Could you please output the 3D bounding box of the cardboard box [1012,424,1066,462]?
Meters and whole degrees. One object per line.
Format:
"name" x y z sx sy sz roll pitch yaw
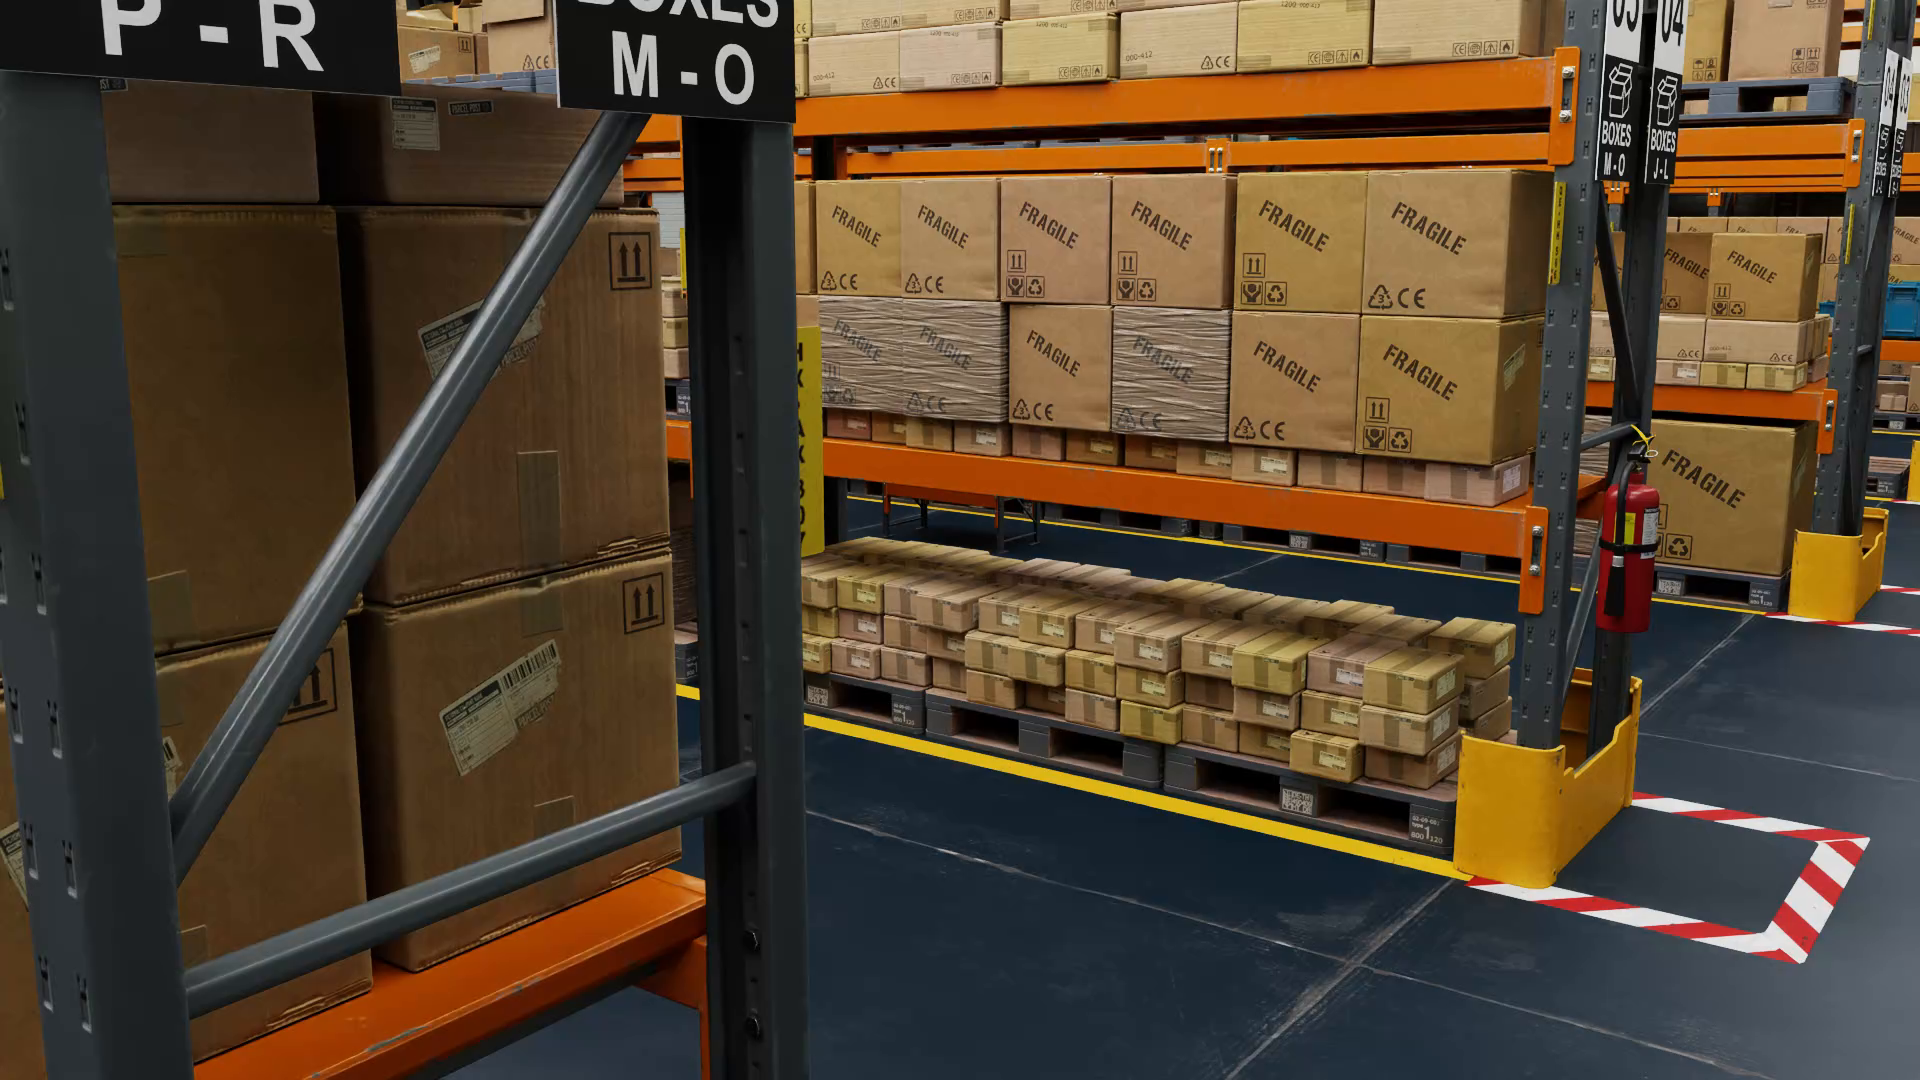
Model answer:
"cardboard box" 0.431 -0.437 7.054 0.250 0.149 0.380 9 14 38

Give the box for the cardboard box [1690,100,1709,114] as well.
"cardboard box" 8.681 -4.956 18.958 0.500 0.500 0.700 8 13 36

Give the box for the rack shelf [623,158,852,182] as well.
"rack shelf" -2.756 -3.348 15.436 4.000 0.370 1.077 8 13 36

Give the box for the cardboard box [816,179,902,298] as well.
"cardboard box" -0.291 -1.348 7.422 0.500 0.500 0.500 7 13 34

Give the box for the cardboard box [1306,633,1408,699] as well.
"cardboard box" 1.542 0.487 6.448 0.250 0.149 0.380 8 14 37

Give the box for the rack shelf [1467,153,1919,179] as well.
"rack shelf" 6.624 -3.207 14.706 4.000 0.370 1.077 8 13 36

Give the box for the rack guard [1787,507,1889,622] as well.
"rack guard" 5.324 0.126 10.064 0.348 0.500 1.175 8 13 36

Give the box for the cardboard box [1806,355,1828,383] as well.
"cardboard box" 5.214 -1.071 10.332 0.250 0.149 0.380 8 14 36

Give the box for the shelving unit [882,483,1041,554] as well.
"shelving unit" 0.005 -0.552 11.919 1.048 1.125 0.538 8 13 36

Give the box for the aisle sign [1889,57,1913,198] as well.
"aisle sign" 5.540 -2.419 9.790 0.004 0.787 0.394 8 13 36

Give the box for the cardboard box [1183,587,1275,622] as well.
"cardboard box" 1.178 0.326 7.282 0.250 0.149 0.380 9 14 38

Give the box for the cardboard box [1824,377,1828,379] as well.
"cardboard box" 10.095 -1.704 19.019 0.500 0.250 0.500 8 13 36

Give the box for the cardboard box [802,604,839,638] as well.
"cardboard box" -0.577 0.346 7.962 0.250 0.149 0.380 8 14 36

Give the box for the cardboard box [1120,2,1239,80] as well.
"cardboard box" 0.956 -1.880 6.348 0.500 0.250 0.500 9 14 38

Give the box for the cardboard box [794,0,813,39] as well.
"cardboard box" -0.691 -2.360 7.512 0.500 0.250 0.500 9 14 37

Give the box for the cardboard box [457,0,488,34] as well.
"cardboard box" -2.632 -3.006 9.496 0.258 0.266 0.396 8 13 36

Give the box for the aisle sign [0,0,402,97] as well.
"aisle sign" -0.687 -0.808 1.465 0.004 0.787 0.394 8 13 36

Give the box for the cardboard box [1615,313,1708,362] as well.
"cardboard box" 4.348 -1.248 10.194 0.500 0.250 0.500 8 13 35

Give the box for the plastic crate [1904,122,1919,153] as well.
"plastic crate" 8.091 -3.357 13.932 0.590 0.269 0.497 8 13 36

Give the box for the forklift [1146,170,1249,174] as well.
"forklift" 1.709 -2.070 15.014 1.130 2.935 3.031 -8 14 -37

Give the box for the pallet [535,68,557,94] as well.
"pallet" -1.372 -2.272 8.475 1.003 0.211 1.213 8 13 36

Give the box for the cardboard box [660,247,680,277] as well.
"cardboard box" -2.916 -2.530 15.831 0.637 0.503 0.797 10 15 41

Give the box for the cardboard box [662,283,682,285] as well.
"cardboard box" -1.593 -1.226 8.461 0.250 0.149 0.380 7 13 34

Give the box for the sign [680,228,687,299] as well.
"sign" -1.263 -1.289 7.748 0.005 0.325 0.100 8 13 36

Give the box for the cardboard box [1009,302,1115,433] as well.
"cardboard box" 0.550 -0.735 6.883 0.500 0.500 0.500 9 14 38

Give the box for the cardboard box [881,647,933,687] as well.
"cardboard box" -0.154 0.548 7.698 0.250 0.149 0.380 8 13 34

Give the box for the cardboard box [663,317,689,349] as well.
"cardboard box" -1.375 -1.049 8.330 0.250 0.149 0.380 8 14 37

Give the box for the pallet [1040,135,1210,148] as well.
"pallet" 1.312 -3.028 12.392 1.217 0.209 0.805 7 13 33

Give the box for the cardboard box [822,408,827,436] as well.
"cardboard box" -0.650 -0.583 7.808 0.250 0.149 0.380 8 14 37

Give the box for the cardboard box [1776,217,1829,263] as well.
"cardboard box" 9.407 -3.340 18.504 0.500 0.500 0.500 8 14 37

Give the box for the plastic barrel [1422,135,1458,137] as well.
"plastic barrel" 4.736 -4.155 16.251 0.433 0.535 0.433 0 11 0

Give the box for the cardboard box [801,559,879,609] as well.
"cardboard box" -0.595 0.206 7.902 0.250 0.149 0.380 9 14 38

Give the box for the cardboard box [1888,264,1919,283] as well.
"cardboard box" 10.229 -2.736 18.012 0.500 0.500 0.500 8 14 36

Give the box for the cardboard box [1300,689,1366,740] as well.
"cardboard box" 1.514 0.638 6.453 0.250 0.149 0.380 8 13 34

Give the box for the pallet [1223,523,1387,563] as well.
"pallet" 2.647 -0.088 11.926 1.213 0.211 1.003 8 13 36

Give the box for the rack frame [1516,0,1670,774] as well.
"rack frame" 2.287 -0.356 5.975 0.127 3.000 1.000 8 13 36

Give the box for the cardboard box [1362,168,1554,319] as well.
"cardboard box" 1.771 -1.056 5.911 0.500 0.500 0.500 8 13 34

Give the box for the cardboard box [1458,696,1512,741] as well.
"cardboard box" 2.054 0.729 6.763 0.250 0.149 0.380 8 14 37

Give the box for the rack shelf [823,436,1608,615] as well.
"rack shelf" 0.675 -0.228 7.205 4.000 0.370 1.077 8 13 36

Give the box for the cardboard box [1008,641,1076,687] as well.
"cardboard box" 0.414 0.503 7.151 0.250 0.149 0.380 8 14 36

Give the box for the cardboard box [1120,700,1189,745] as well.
"cardboard box" 0.861 0.709 6.869 0.250 0.149 0.380 7 13 33

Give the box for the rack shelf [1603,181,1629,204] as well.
"rack shelf" 6.335 -4.415 20.948 4.000 0.370 1.077 8 13 36

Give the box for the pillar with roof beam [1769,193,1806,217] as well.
"pillar with roof beam" 9.404 -6.169 20.226 0.400 9.000 9.100 8 13 36

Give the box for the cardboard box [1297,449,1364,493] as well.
"cardboard box" 1.468 -0.286 6.272 0.250 0.149 0.380 8 13 35

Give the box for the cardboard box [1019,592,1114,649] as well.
"cardboard box" 0.463 0.345 7.181 0.250 0.149 0.380 8 14 36

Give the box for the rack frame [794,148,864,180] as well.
"rack frame" -1.144 -2.004 14.490 0.127 3.000 1.000 8 13 36

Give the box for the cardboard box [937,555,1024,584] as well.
"cardboard box" 0.101 0.186 8.004 0.250 0.149 0.380 8 14 37

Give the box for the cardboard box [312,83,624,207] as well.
"cardboard box" -0.684 -0.528 2.258 0.250 0.149 0.380 8 14 37

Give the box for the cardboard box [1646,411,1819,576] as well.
"cardboard box" 4.741 -0.327 10.311 0.875 0.875 0.875 8 13 36

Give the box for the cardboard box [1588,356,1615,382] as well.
"cardboard box" 3.998 -1.085 10.404 0.250 0.149 0.380 8 13 34

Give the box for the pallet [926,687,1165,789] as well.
"pallet" 0.613 0.770 7.493 1.213 0.211 1.003 8 13 36

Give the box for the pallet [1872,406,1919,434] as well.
"pallet" 10.467 -1.349 18.450 1.213 0.211 1.003 8 13 36
